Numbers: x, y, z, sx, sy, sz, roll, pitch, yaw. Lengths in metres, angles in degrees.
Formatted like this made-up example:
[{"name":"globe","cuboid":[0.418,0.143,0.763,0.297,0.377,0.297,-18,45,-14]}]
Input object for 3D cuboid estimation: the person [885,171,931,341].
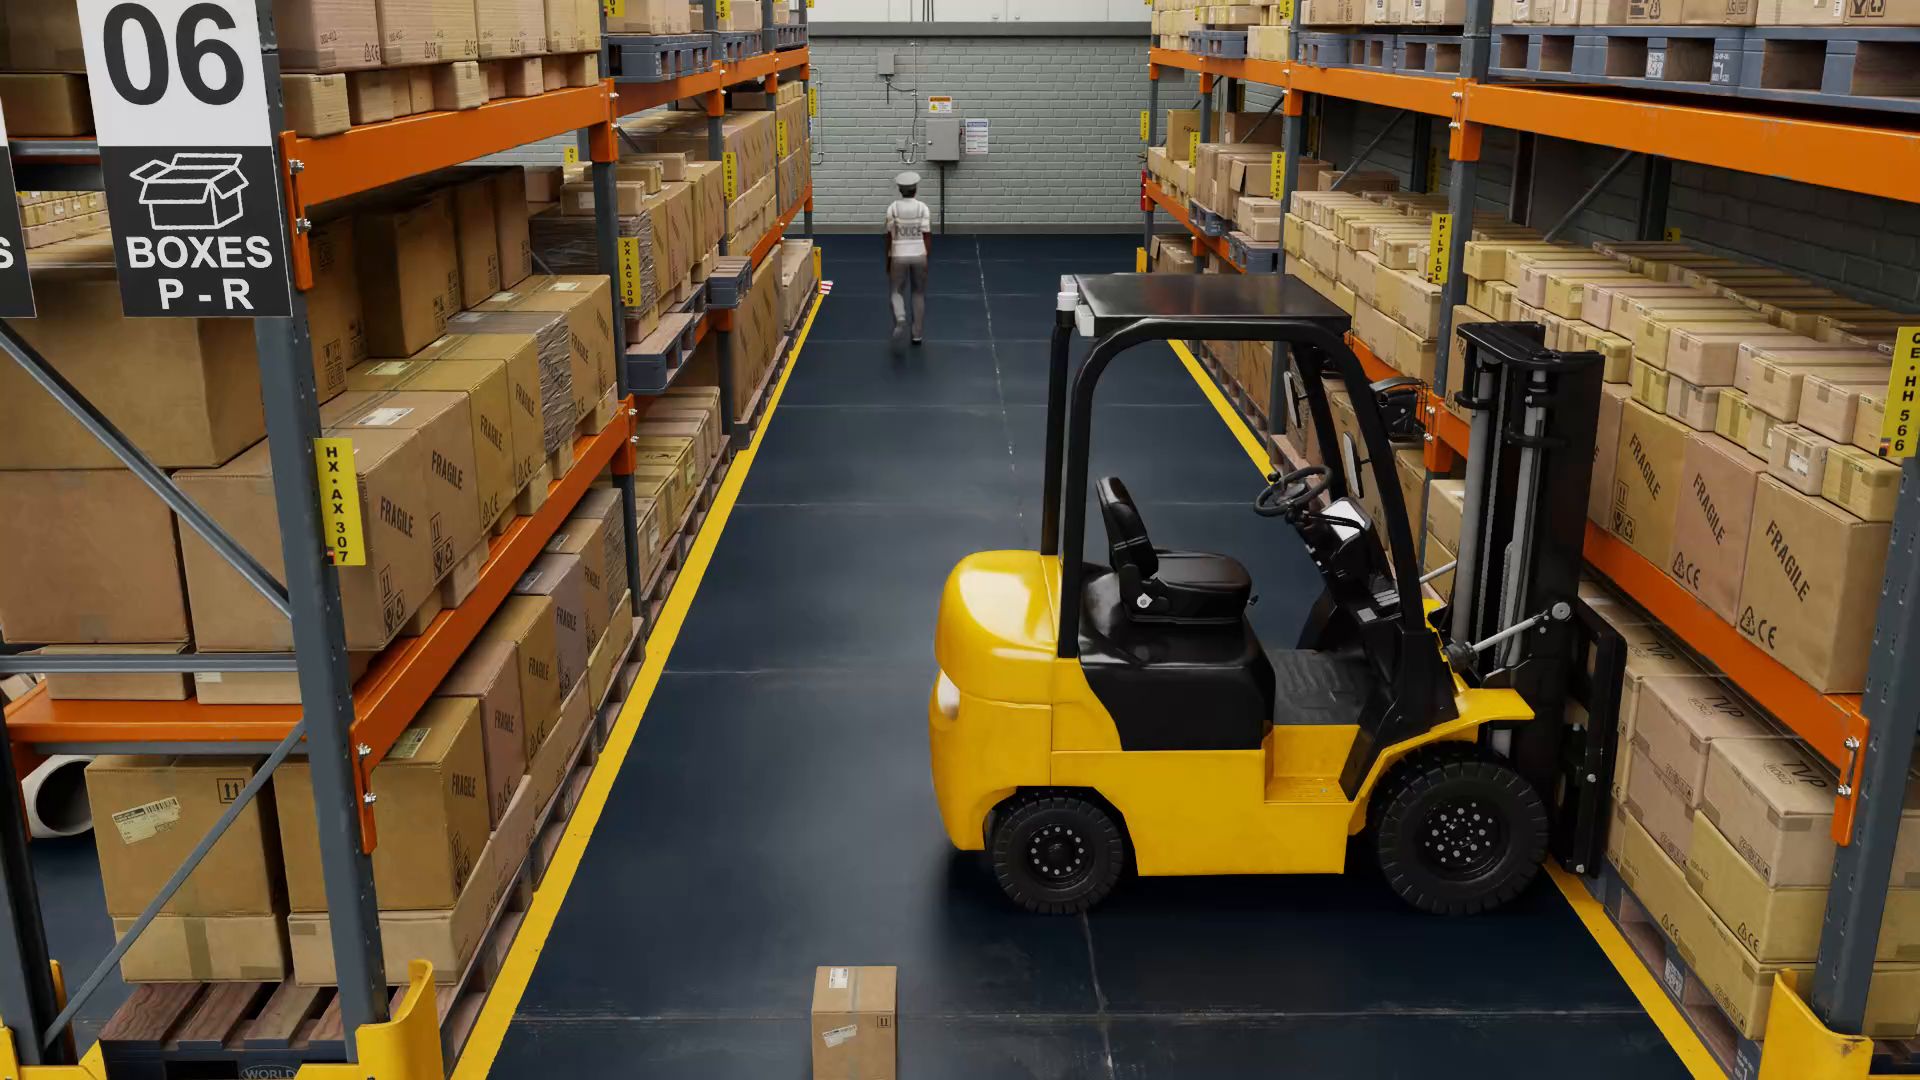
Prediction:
[{"name":"person","cuboid":[-0.509,-2.759,16.334,0.447,1.673,0.683,-1,17,-3]}]
